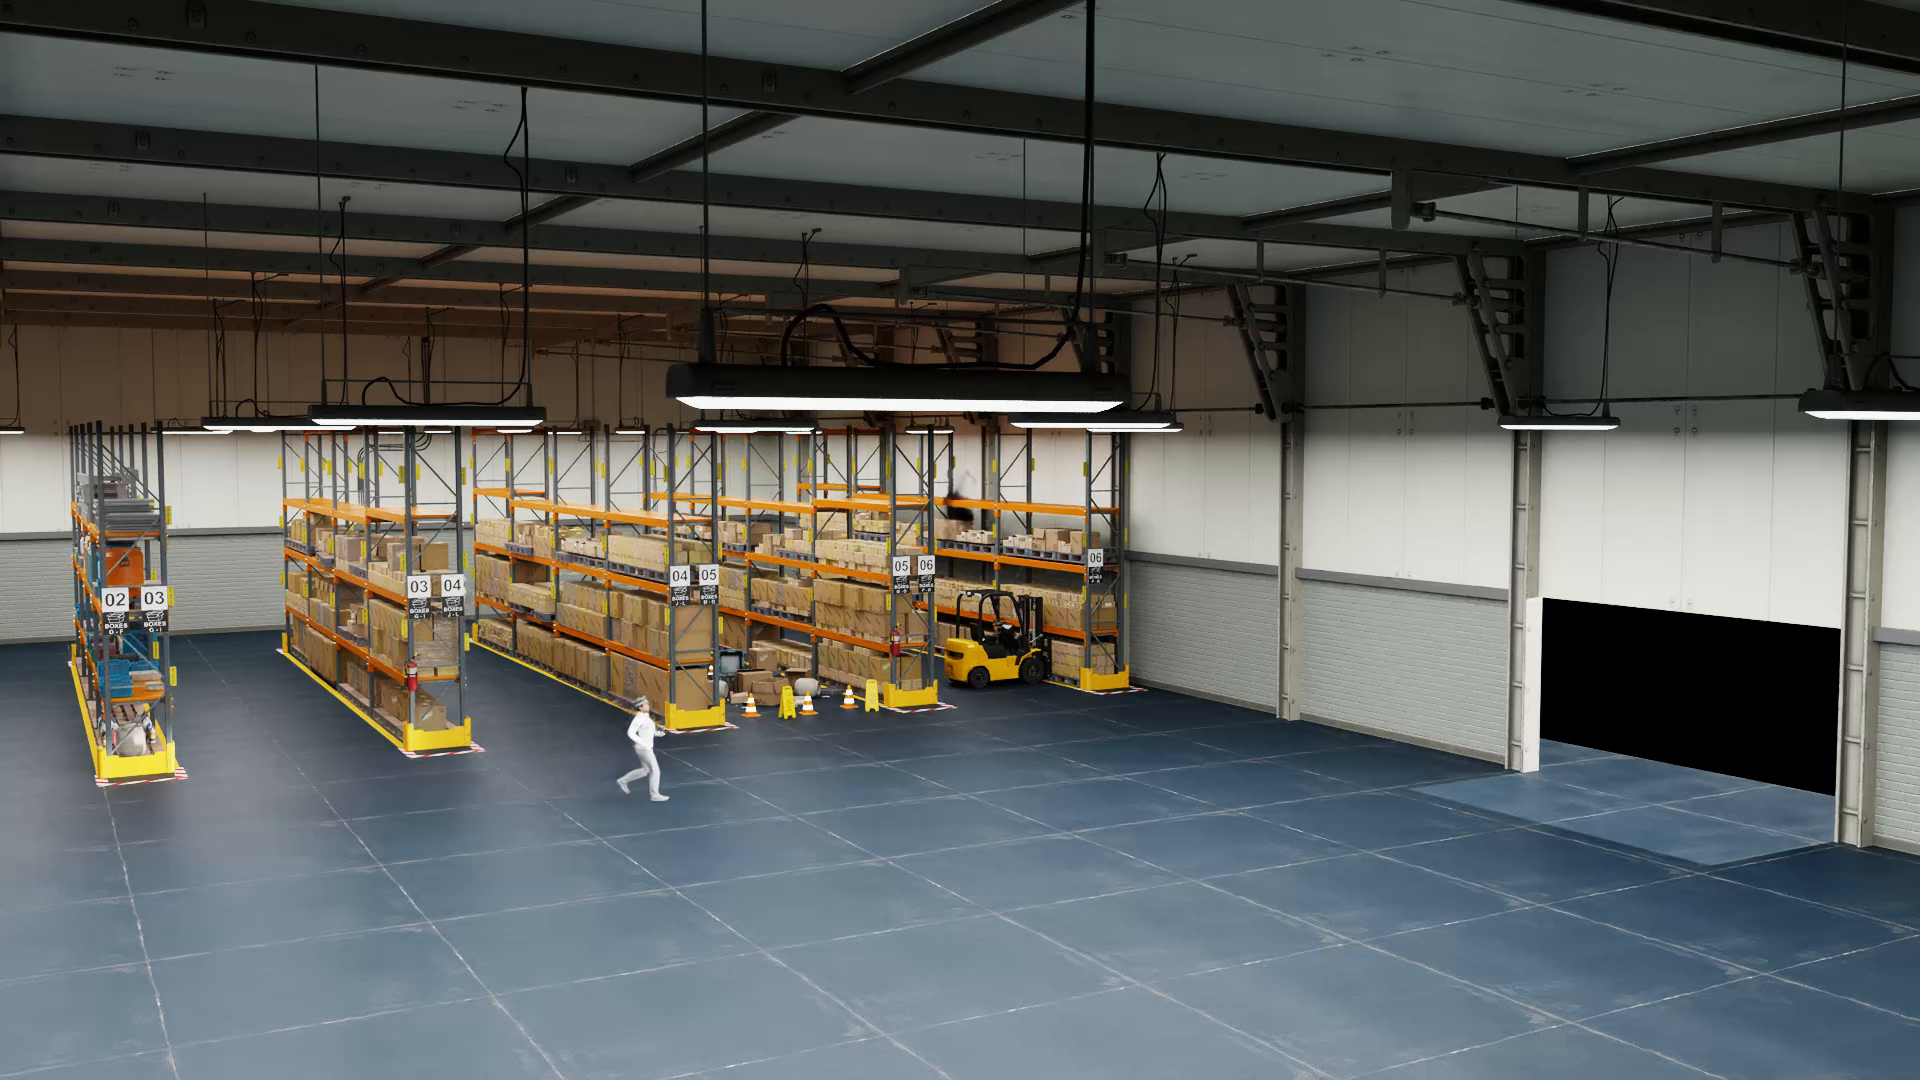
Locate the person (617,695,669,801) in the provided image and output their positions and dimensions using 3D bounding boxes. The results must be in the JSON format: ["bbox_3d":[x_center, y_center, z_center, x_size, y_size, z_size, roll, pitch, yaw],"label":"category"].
[{"bbox_3d":[-4.994,3.268,26.121,0.833,1.666,0.626,0,4,-1],"label":"person"}]

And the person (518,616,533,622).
[{"bbox_3d":[-12.616,1.970,48.046,0.790,1.548,0.604,1,4,20],"label":"person"}]

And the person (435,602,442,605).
[{"bbox_3d":[-14.812,2.020,46.234,0.753,1.770,0.649,2,4,26],"label":"person"}]
